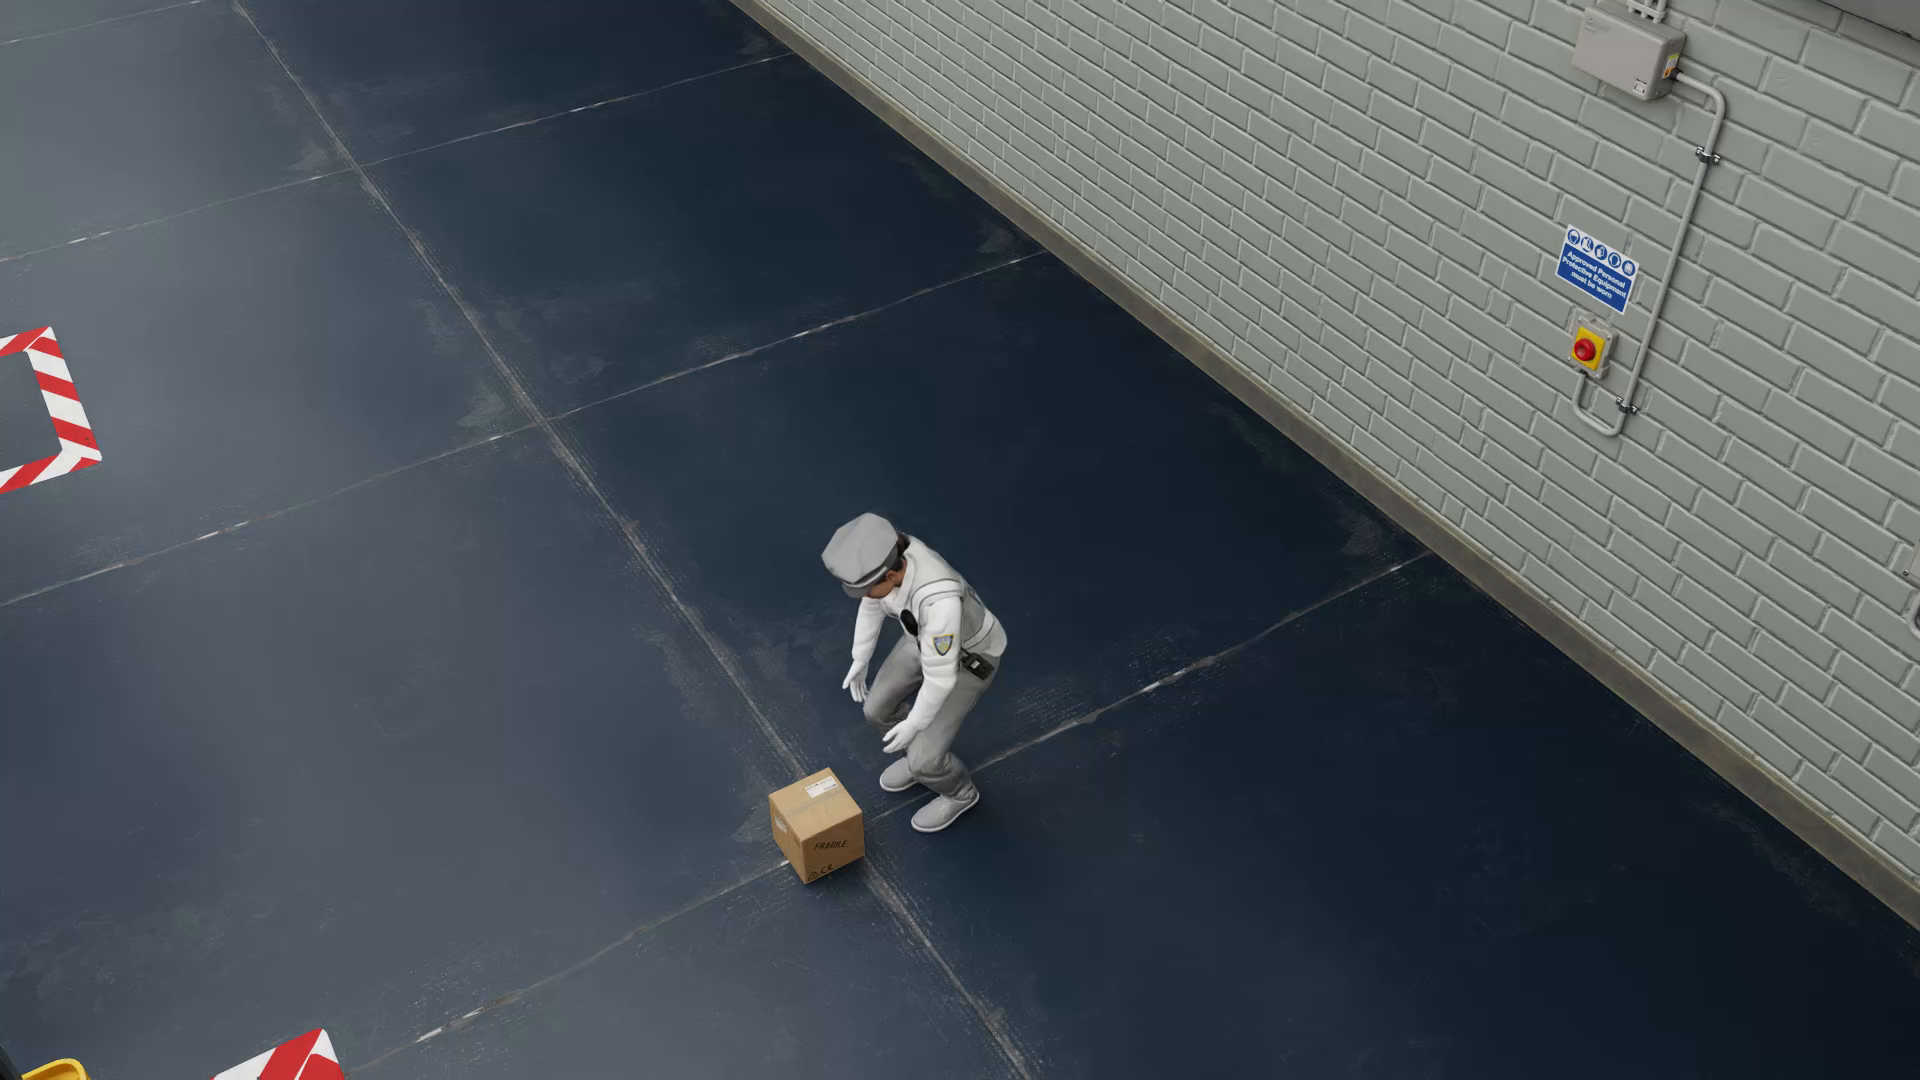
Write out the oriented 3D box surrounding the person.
[{"bbox_3d":[-0.142,0.456,5.801,0.653,1.455,0.533,-22,46,-24],"label":"person"}]
